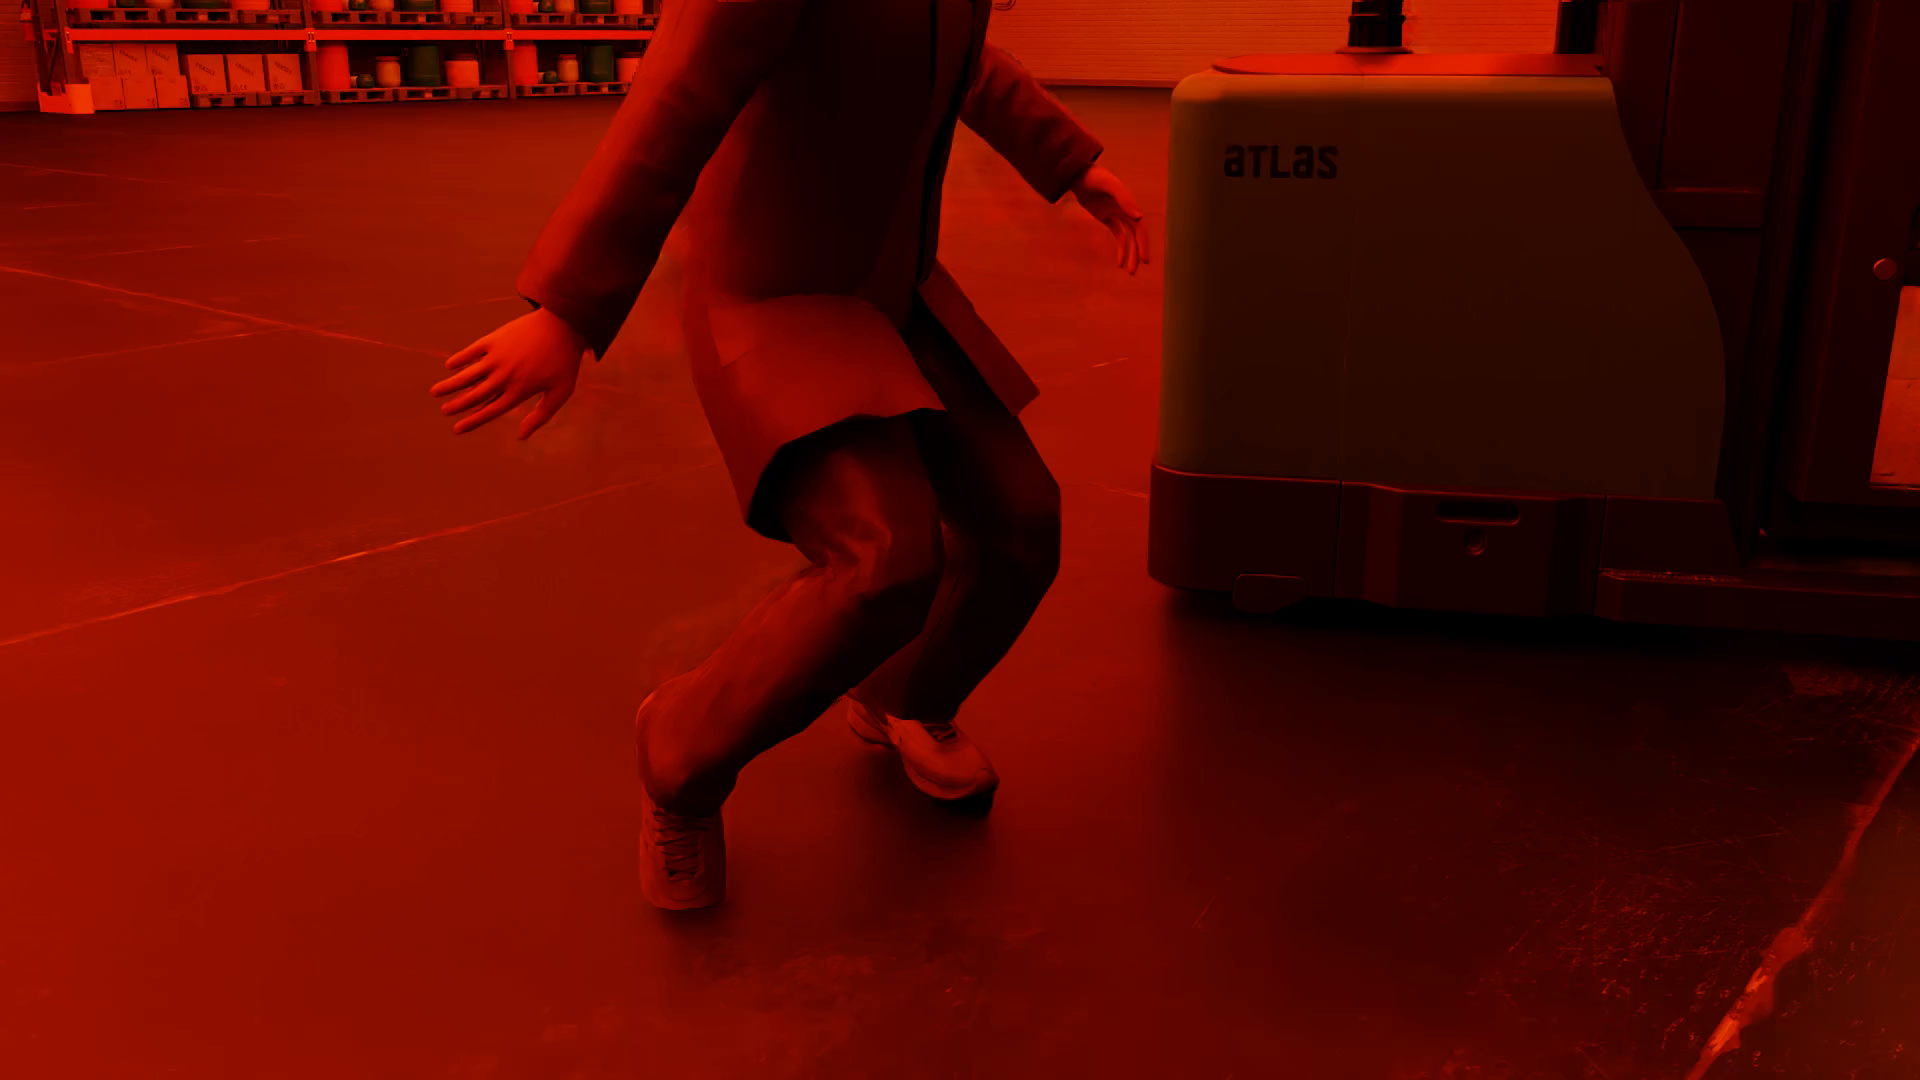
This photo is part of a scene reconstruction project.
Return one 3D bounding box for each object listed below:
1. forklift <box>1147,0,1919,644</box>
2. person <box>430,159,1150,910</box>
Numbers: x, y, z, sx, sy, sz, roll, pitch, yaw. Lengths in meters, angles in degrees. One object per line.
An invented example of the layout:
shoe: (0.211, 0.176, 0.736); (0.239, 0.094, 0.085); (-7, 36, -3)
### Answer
forklift: (1.962, -1.267, 3.179); (3.031, 2.867, 1.129); (4, 17, 11)
person: (-0.164, -0.242, 2.225); (0.509, 1.615, 1.034); (9, 19, 28)
